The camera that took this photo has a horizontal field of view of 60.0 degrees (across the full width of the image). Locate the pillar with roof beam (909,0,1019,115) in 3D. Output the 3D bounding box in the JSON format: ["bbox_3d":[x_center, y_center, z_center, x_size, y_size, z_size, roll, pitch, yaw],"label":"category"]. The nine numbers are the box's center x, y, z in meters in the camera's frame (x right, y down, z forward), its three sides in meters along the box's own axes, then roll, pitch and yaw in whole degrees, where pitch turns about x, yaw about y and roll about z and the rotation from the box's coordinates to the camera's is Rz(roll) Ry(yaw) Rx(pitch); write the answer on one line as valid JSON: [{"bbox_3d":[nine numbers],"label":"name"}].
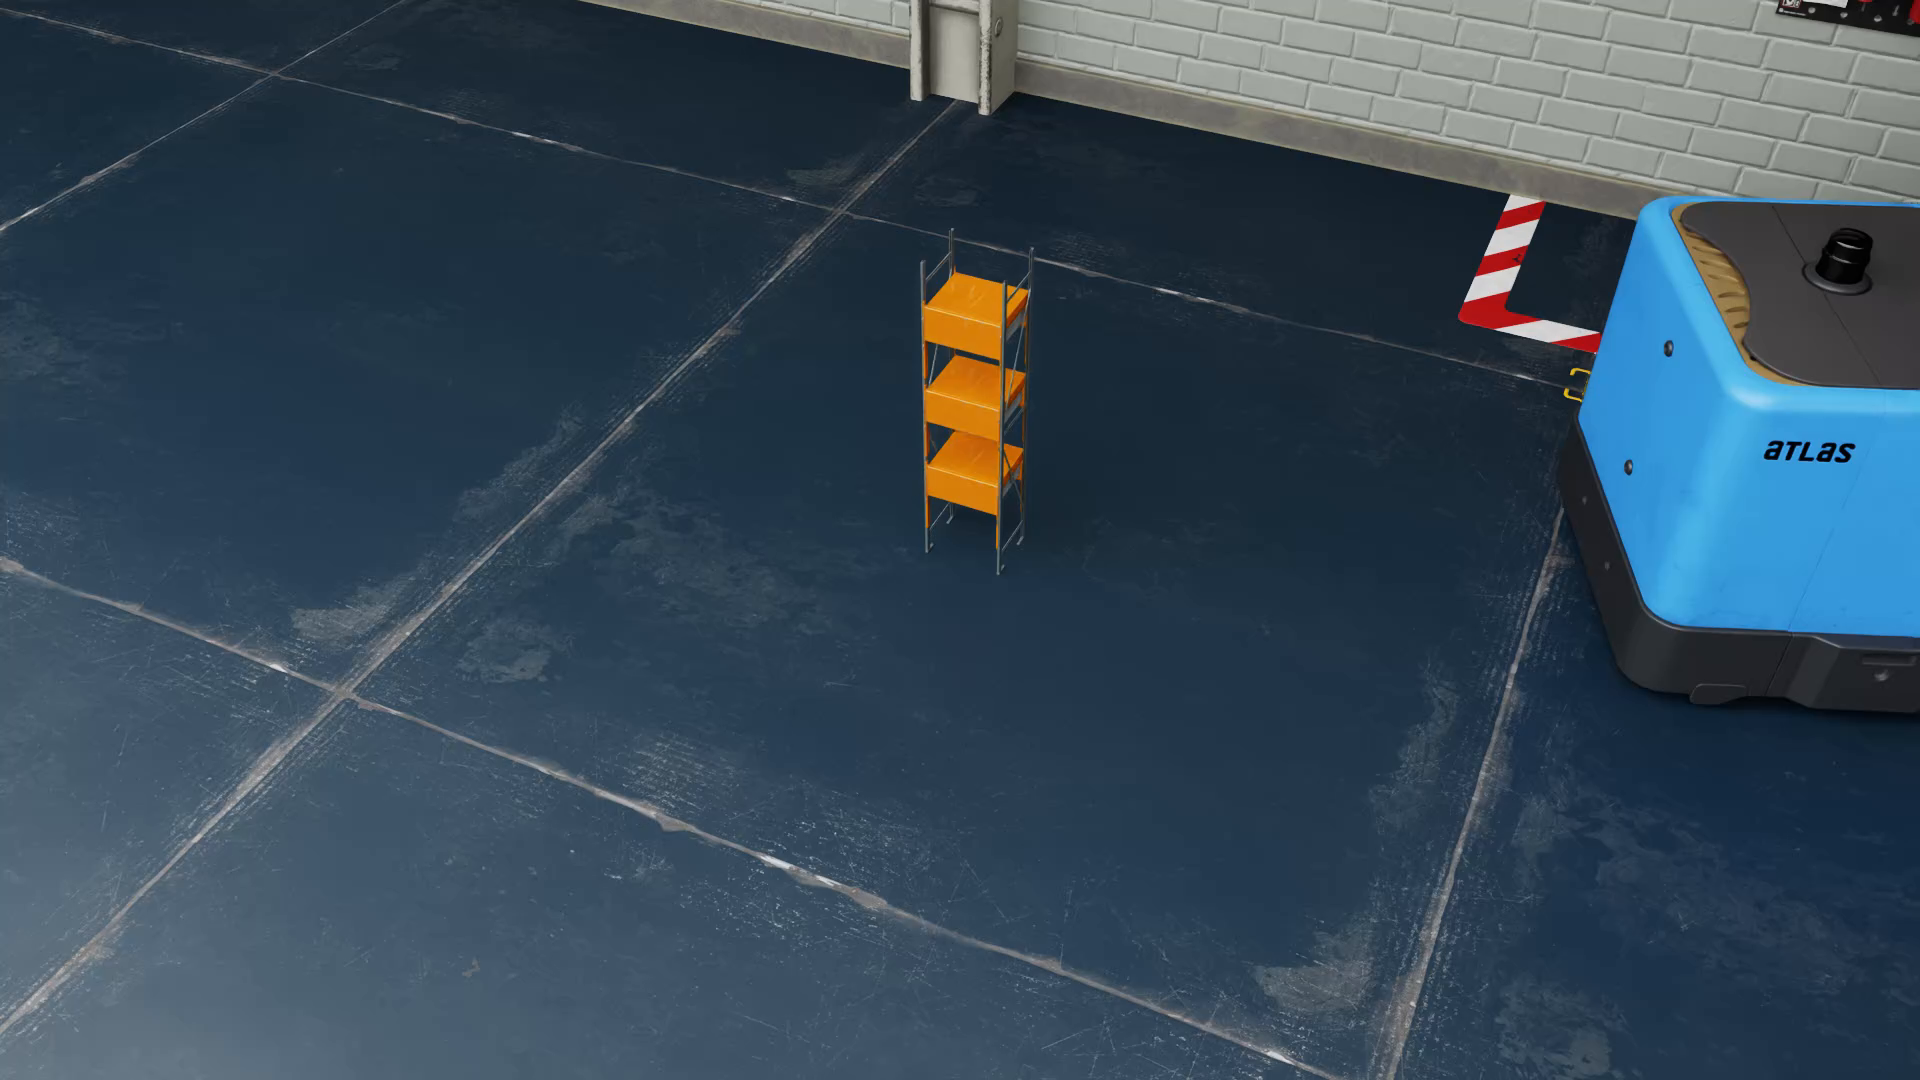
[{"bbox_3d":[-1.803,-2.890,1.713,0.400,9.000,9.100,17,44,19],"label":"pillar with roof beam"}]

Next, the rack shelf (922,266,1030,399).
[{"bbox_3d":[0.048,-0.588,4.710,0.240,0.259,0.215,17,44,19],"label":"rack shelf"}]

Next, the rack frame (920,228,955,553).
[{"bbox_3d":[-0.062,-0.416,4.928,0.008,1.050,0.200,17,44,19],"label":"rack frame"}]

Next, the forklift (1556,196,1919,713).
[{"bbox_3d":[3.409,-0.911,4.063,3.031,2.935,1.130,2,41,3],"label":"forklift"}]

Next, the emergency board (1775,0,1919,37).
[{"bbox_3d":[3.231,-2.223,5.525,0.643,1.169,0.194,17,44,19],"label":"emergency board"}]

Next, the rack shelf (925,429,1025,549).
[{"bbox_3d":[0.048,-0.164,5.078,0.240,0.259,0.215,17,44,19],"label":"rack shelf"}]

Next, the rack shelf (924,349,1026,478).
[{"bbox_3d":[0.048,-0.374,4.896,0.240,0.259,0.215,17,44,19],"label":"rack shelf"}]

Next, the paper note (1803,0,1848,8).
[{"bbox_3d":[3.100,-1.980,5.917,0.142,0.148,0.016,17,44,19],"label":"paper note"}]

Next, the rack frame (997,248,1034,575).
[{"bbox_3d":[0.159,-0.348,4.850,0.008,1.050,0.200,17,44,19],"label":"rack frame"}]

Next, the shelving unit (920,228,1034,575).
[{"bbox_3d":[0.048,-0.382,4.889,0.252,1.050,0.215,17,44,19],"label":"shelving unit"}]
